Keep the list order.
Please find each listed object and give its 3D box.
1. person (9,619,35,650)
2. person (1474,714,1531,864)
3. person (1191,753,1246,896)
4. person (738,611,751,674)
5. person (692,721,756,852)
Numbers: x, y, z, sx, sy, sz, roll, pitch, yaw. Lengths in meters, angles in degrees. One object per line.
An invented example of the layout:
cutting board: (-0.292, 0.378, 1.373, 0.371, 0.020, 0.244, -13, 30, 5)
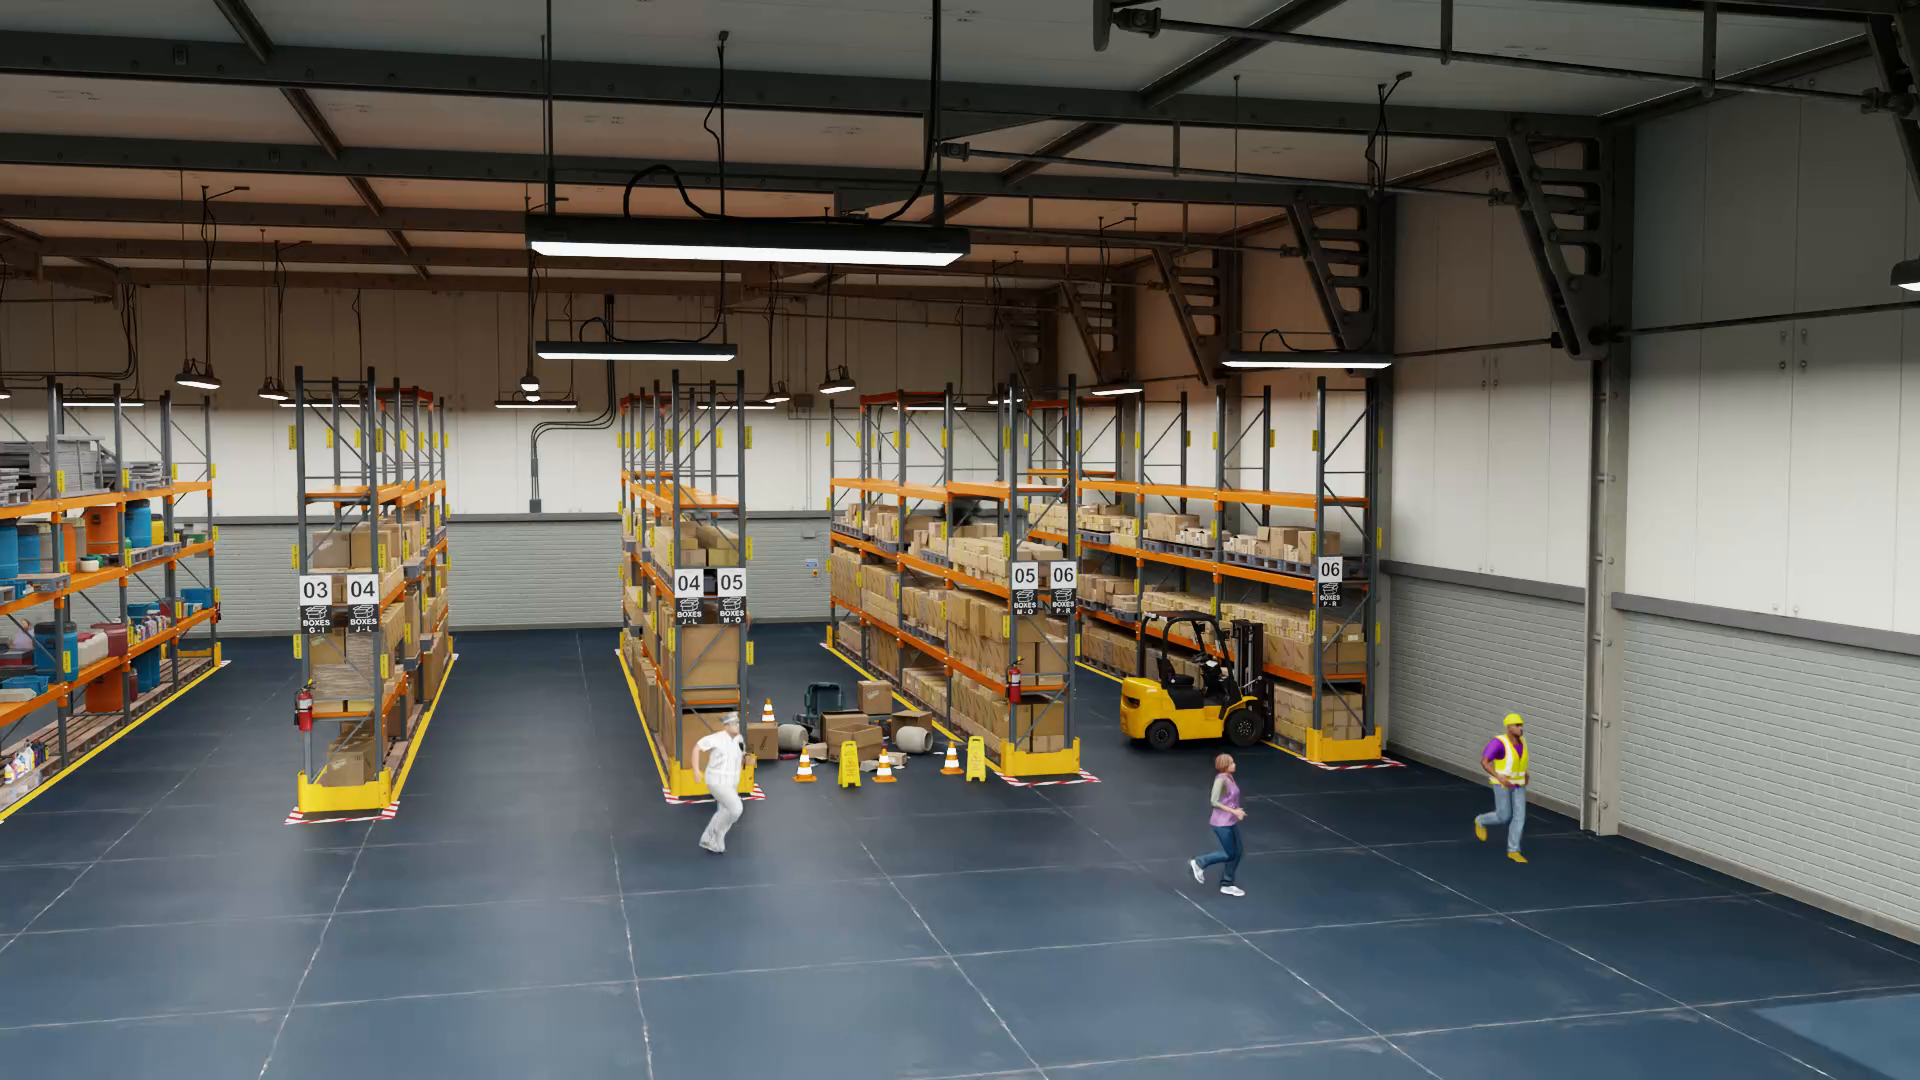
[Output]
person: (-17.865, 2.312, 31.793, 0.608, 1.587, 0.580, -1, 3, -11)
person: (6.573, 2.946, 20.030, 0.727, 1.751, 0.885, -2, 4, -26)
person: (2.895, 3.127, 18.359, 0.592, 1.559, 0.542, 2, 4, 24)
person: (-4.733, 2.077, 35.333, 0.580, 1.670, 1.062, -1, 4, -18)
person: (-2.824, 2.946, 20.063, 0.784, 1.678, 0.701, 2, 4, 30)
